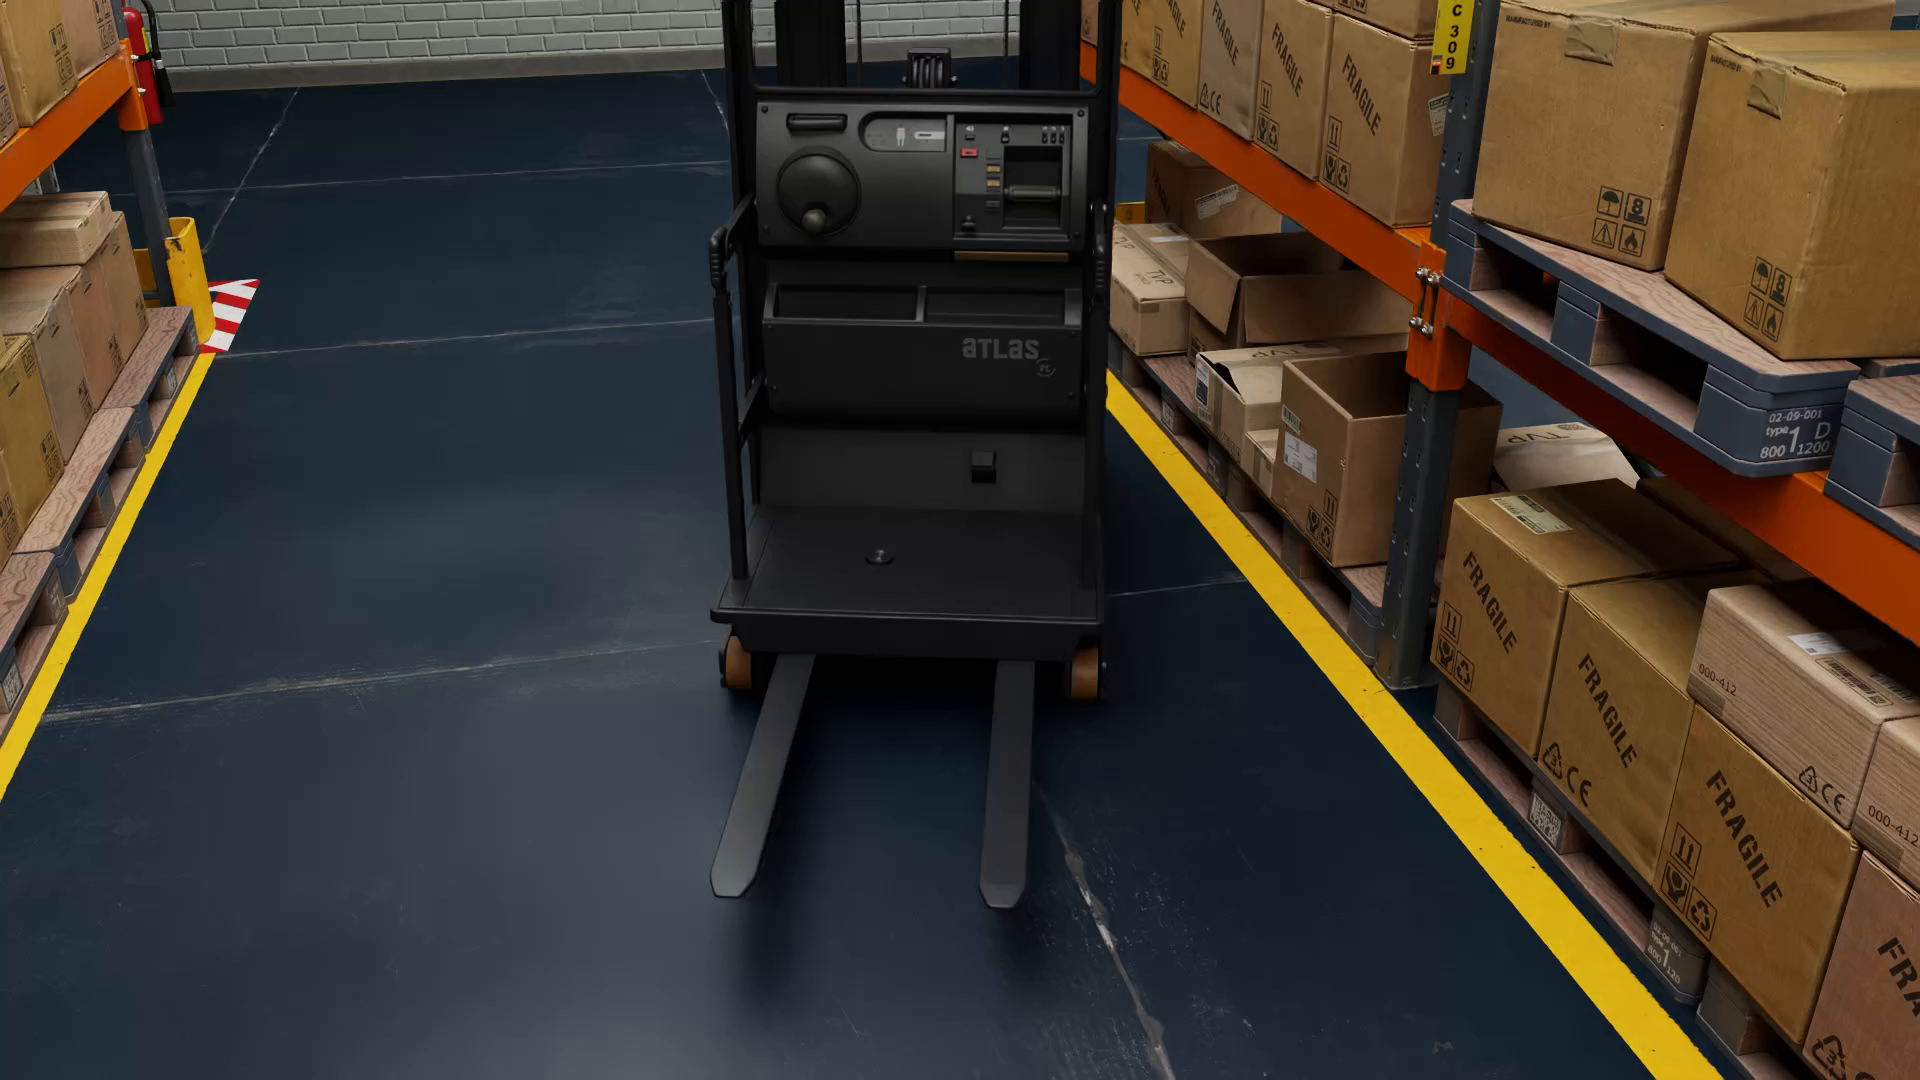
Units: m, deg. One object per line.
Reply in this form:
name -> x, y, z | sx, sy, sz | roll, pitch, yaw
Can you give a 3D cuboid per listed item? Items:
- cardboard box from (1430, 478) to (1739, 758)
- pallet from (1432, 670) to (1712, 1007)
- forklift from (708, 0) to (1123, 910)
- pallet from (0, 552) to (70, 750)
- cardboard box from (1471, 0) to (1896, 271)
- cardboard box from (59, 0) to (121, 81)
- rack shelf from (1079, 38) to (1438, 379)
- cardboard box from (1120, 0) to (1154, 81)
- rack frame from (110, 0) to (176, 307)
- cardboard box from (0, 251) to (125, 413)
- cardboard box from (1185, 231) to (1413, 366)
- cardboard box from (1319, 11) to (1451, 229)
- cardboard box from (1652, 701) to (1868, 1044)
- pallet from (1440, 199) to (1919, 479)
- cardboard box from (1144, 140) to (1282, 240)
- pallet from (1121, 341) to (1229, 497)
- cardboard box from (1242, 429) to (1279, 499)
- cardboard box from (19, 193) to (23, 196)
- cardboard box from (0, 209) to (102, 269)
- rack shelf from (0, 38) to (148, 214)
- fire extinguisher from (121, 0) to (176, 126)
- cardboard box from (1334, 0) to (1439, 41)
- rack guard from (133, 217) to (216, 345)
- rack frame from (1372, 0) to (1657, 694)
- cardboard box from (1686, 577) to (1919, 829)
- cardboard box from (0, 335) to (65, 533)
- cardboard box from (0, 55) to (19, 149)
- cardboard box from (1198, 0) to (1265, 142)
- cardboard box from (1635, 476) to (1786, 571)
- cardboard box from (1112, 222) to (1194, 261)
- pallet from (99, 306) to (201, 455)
cardboard box -> 1.603, 0.190, 4.331 | 0.500, 0.500, 0.500 | -7, 28, -14
pallet -> 1.951, 0.632, 4.265 | 1.003, 0.211, 1.213 | -6, 27, -12
forklift -> -0.119, -0.991, 4.461 | 1.130, 2.935, 3.031 | 2, 27, 3
pallet -> -3.189, 0.441, 4.642 | 1.003, 0.211, 1.213 | -6, 27, -12
cardboard box -> 1.620, -0.968, 3.762 | 0.700, 0.500, 0.500 | -16, 31, -29
cardboard box -> -3.871, -2.129, 6.306 | 0.980, 0.700, 0.700 | -5, 27, -9
rack shelf -> 1.281, -1.523, 6.238 | 1.077, 0.370, 4.000 | -6, 27, -12
cardboard box -> 0.905, -2.099, 6.469 | 0.500, 0.500, 0.500 | -6, 27, -12
rack frame -> -3.996, -2.218, 6.815 | 1.000, 3.000, 0.127 | -6, 27, -12
cardboard box -> -3.628, -0.773, 6.260 | 0.700, 0.500, 0.500 | -6, 27, -12
cardboard box -> 1.303, -0.873, 6.433 | 0.797, 0.503, 0.637 | -6, 27, -12
cardboard box -> 1.369, -1.205, 4.697 | 0.500, 0.500, 0.500 | -6, 27, -11
cardboard box -> 1.839, 0.643, 3.433 | 0.500, 0.500, 0.500 | -6, 27, -11
pallet -> 1.805, -0.519, 3.662 | 1.003, 0.211, 1.213 | -6, 27, -12
cardboard box -> 1.192, -1.589, 7.856 | 0.500, 0.500, 0.500 | -6, 27, -12
pallet -> 1.299, -0.560, 6.625 | 1.003, 0.211, 1.213 | -6, 27, -12
cardboard box -> 1.184, -0.270, 5.632 | 0.380, 0.149, 0.250 | -6, 27, -12
cardboard box -> -3.963, -1.317, 6.618 | 0.380, 0.149, 0.250 | -6, 27, -11
cardboard box -> -3.476, -1.132, 6.252 | 0.380, 0.149, 0.250 | -5, 27, -10
rack shelf -> -3.545, -1.019, 5.238 | 1.077, 0.370, 4.000 | -6, 27, -12
fire extinguisher -> -3.580, -2.130, 7.141 | 0.296, 0.674, 0.183 | -6, 27, -12
cardboard box -> 1.365, -1.653, 4.476 | 0.500, 0.500, 0.500 | -6, 27, -11
rack guard -> -4.001, -1.113, 7.400 | 1.175, 0.500, 0.348 | -6, 27, -12
rack frame -> 1.731, -0.967, 4.336 | 1.000, 3.000, 0.127 | -6, 27, -12
cardboard box -> 1.828, 0.294, 3.292 | 0.500, 0.250, 0.500 | -6, 27, -11
cardboard box -> -3.386, -0.319, 5.360 | 0.700, 0.500, 0.500 | -5, 27, -10
cardboard box -> -3.533, -1.475, 5.011 | 0.980, 0.700, 0.700 | -7, 28, -14
cardboard box -> 1.133, -1.656, 5.591 | 0.500, 0.500, 0.500 | -5, 27, -10
cardboard box -> 2.122, 0.140, 4.429 | 0.500, 0.500, 0.500 | -6, 27, -12
cardboard box -> 0.789, -1.205, 7.371 | 0.500, 0.250, 0.500 | -6, 27, -12
pallet -> -3.739, -0.630, 6.764 | 1.003, 0.211, 1.213 | -6, 27, -12
